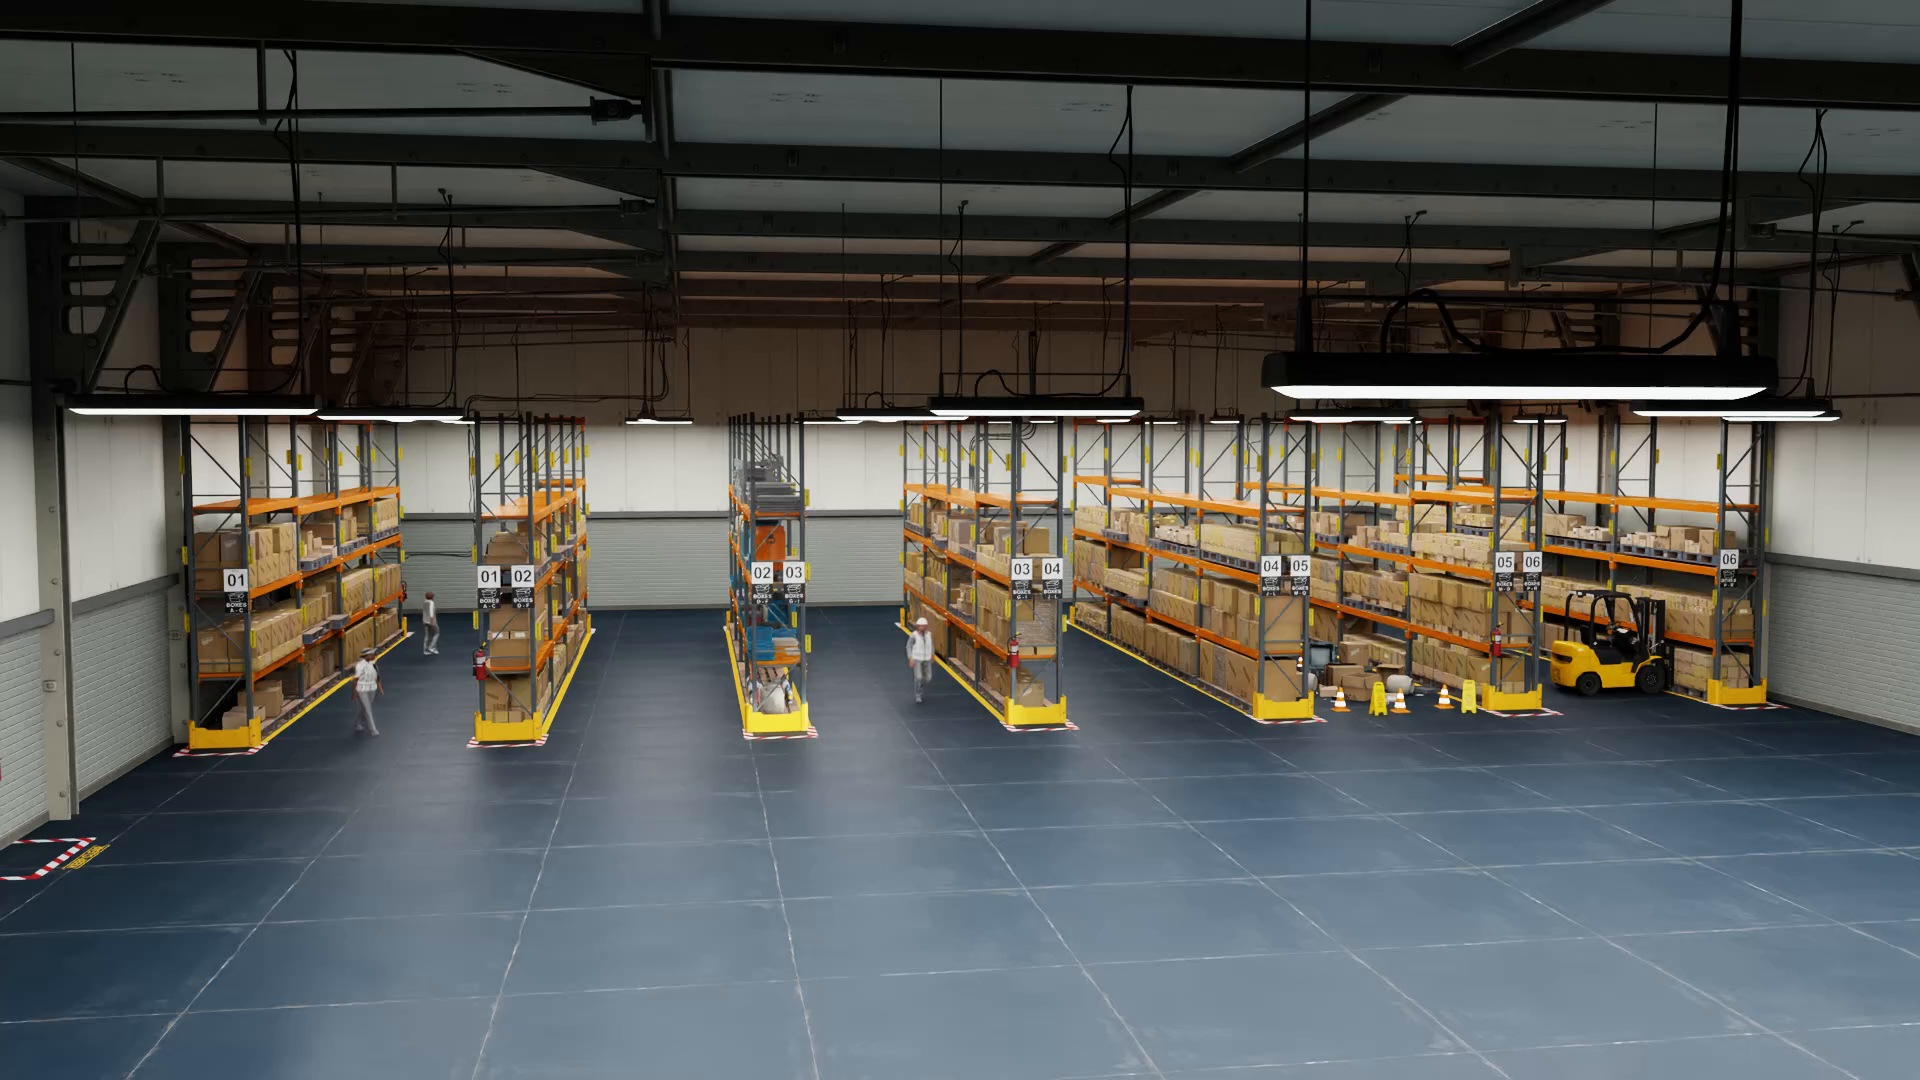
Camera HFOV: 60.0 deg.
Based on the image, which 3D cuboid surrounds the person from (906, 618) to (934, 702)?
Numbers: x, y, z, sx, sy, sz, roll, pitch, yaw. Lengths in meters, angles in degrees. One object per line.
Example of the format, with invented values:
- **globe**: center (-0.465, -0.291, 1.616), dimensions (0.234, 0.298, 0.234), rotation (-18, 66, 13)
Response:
- **person**: center (-0.847, 2.487, 34.829), dimensions (0.637, 1.759, 0.598), rotation (-2, 4, -27)

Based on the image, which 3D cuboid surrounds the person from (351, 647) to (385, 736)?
- **person**: center (-11.002, 2.792, 30.933), dimensions (1.040, 1.602, 0.525), rotation (3, 5, 38)

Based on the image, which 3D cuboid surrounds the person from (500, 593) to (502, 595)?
- **person**: center (-12.164, 1.893, 44.372), dimensions (0.567, 1.638, 0.709), rotation (-1, 4, -8)

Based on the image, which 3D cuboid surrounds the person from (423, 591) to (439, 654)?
- **person**: center (-13.335, 2.084, 41.732), dimensions (0.420, 1.579, 0.408), rotation (1, 4, 20)
